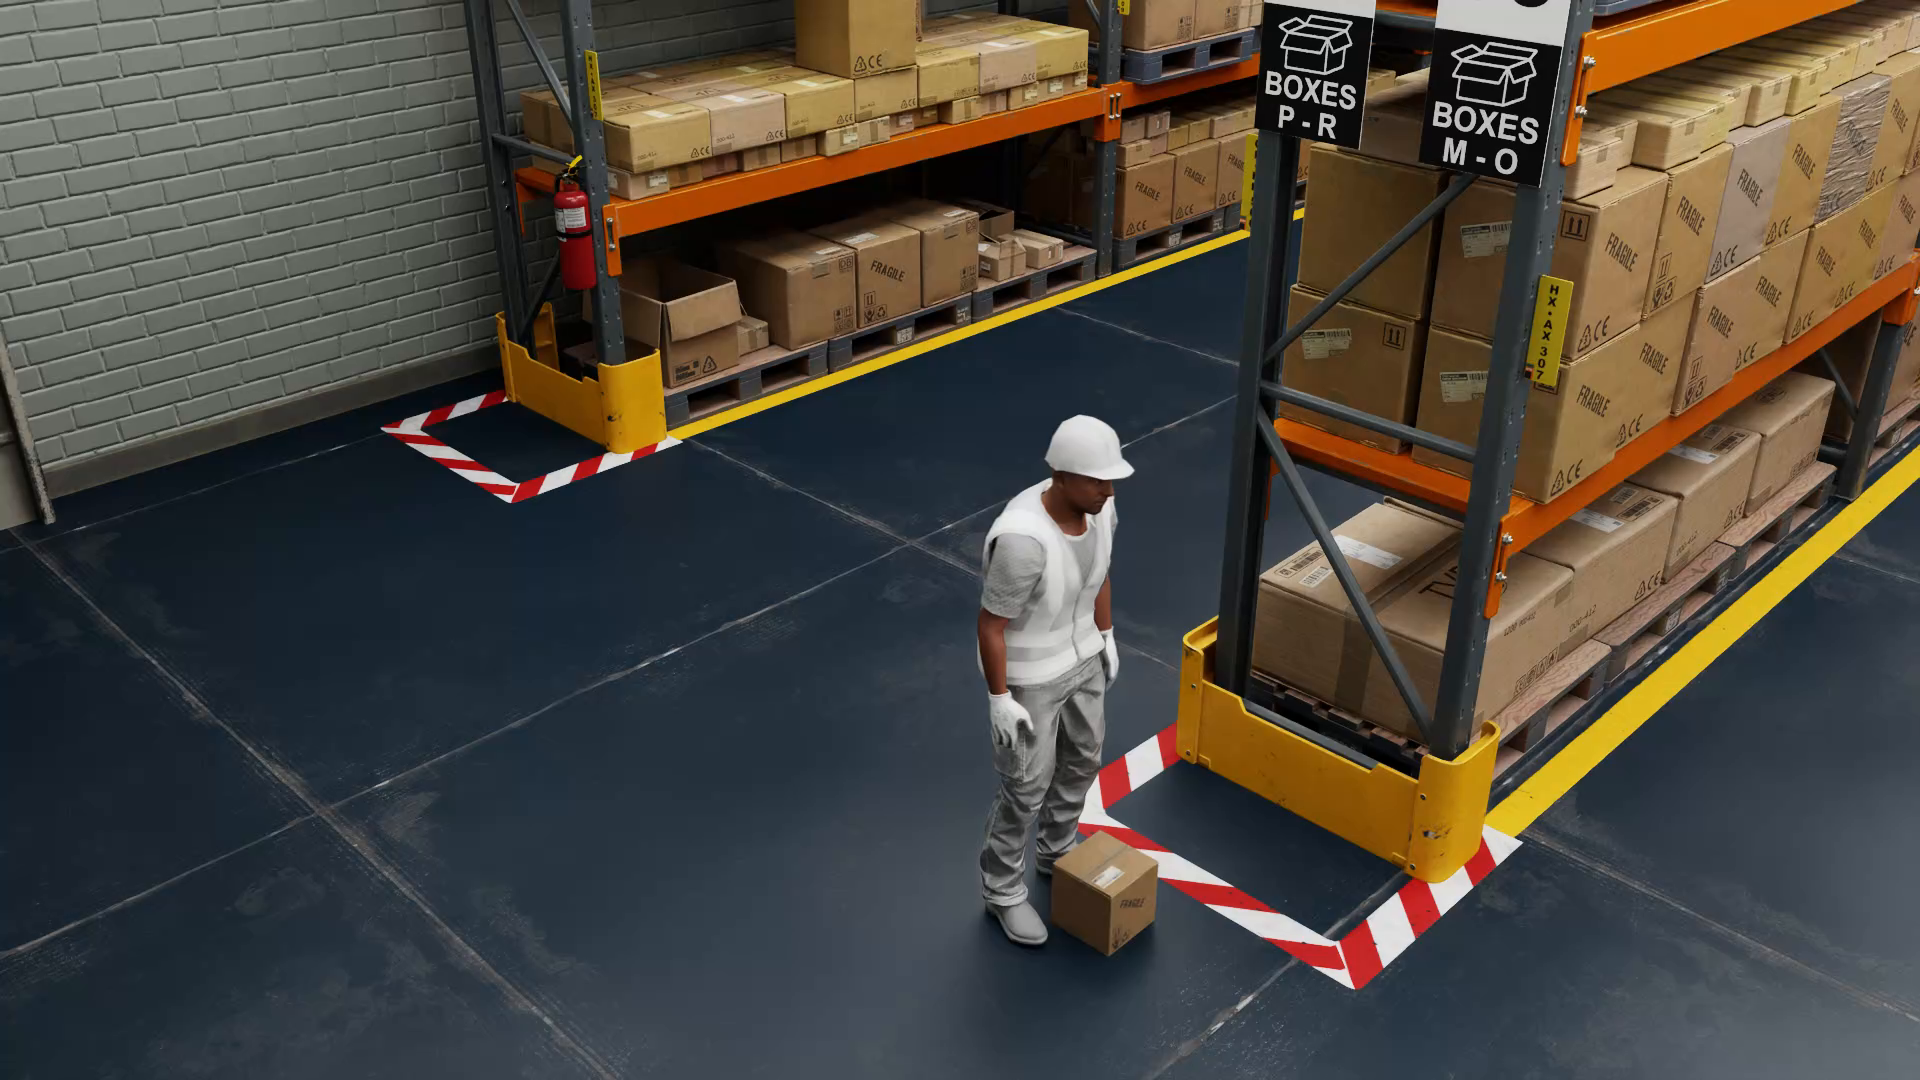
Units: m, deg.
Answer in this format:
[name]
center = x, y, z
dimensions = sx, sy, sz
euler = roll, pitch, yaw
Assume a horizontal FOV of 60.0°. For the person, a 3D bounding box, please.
[person]
center = 0.309, 0.417, 5.308
dimensions = 0.451, 1.773, 0.626
euler = 22, 35, 36
